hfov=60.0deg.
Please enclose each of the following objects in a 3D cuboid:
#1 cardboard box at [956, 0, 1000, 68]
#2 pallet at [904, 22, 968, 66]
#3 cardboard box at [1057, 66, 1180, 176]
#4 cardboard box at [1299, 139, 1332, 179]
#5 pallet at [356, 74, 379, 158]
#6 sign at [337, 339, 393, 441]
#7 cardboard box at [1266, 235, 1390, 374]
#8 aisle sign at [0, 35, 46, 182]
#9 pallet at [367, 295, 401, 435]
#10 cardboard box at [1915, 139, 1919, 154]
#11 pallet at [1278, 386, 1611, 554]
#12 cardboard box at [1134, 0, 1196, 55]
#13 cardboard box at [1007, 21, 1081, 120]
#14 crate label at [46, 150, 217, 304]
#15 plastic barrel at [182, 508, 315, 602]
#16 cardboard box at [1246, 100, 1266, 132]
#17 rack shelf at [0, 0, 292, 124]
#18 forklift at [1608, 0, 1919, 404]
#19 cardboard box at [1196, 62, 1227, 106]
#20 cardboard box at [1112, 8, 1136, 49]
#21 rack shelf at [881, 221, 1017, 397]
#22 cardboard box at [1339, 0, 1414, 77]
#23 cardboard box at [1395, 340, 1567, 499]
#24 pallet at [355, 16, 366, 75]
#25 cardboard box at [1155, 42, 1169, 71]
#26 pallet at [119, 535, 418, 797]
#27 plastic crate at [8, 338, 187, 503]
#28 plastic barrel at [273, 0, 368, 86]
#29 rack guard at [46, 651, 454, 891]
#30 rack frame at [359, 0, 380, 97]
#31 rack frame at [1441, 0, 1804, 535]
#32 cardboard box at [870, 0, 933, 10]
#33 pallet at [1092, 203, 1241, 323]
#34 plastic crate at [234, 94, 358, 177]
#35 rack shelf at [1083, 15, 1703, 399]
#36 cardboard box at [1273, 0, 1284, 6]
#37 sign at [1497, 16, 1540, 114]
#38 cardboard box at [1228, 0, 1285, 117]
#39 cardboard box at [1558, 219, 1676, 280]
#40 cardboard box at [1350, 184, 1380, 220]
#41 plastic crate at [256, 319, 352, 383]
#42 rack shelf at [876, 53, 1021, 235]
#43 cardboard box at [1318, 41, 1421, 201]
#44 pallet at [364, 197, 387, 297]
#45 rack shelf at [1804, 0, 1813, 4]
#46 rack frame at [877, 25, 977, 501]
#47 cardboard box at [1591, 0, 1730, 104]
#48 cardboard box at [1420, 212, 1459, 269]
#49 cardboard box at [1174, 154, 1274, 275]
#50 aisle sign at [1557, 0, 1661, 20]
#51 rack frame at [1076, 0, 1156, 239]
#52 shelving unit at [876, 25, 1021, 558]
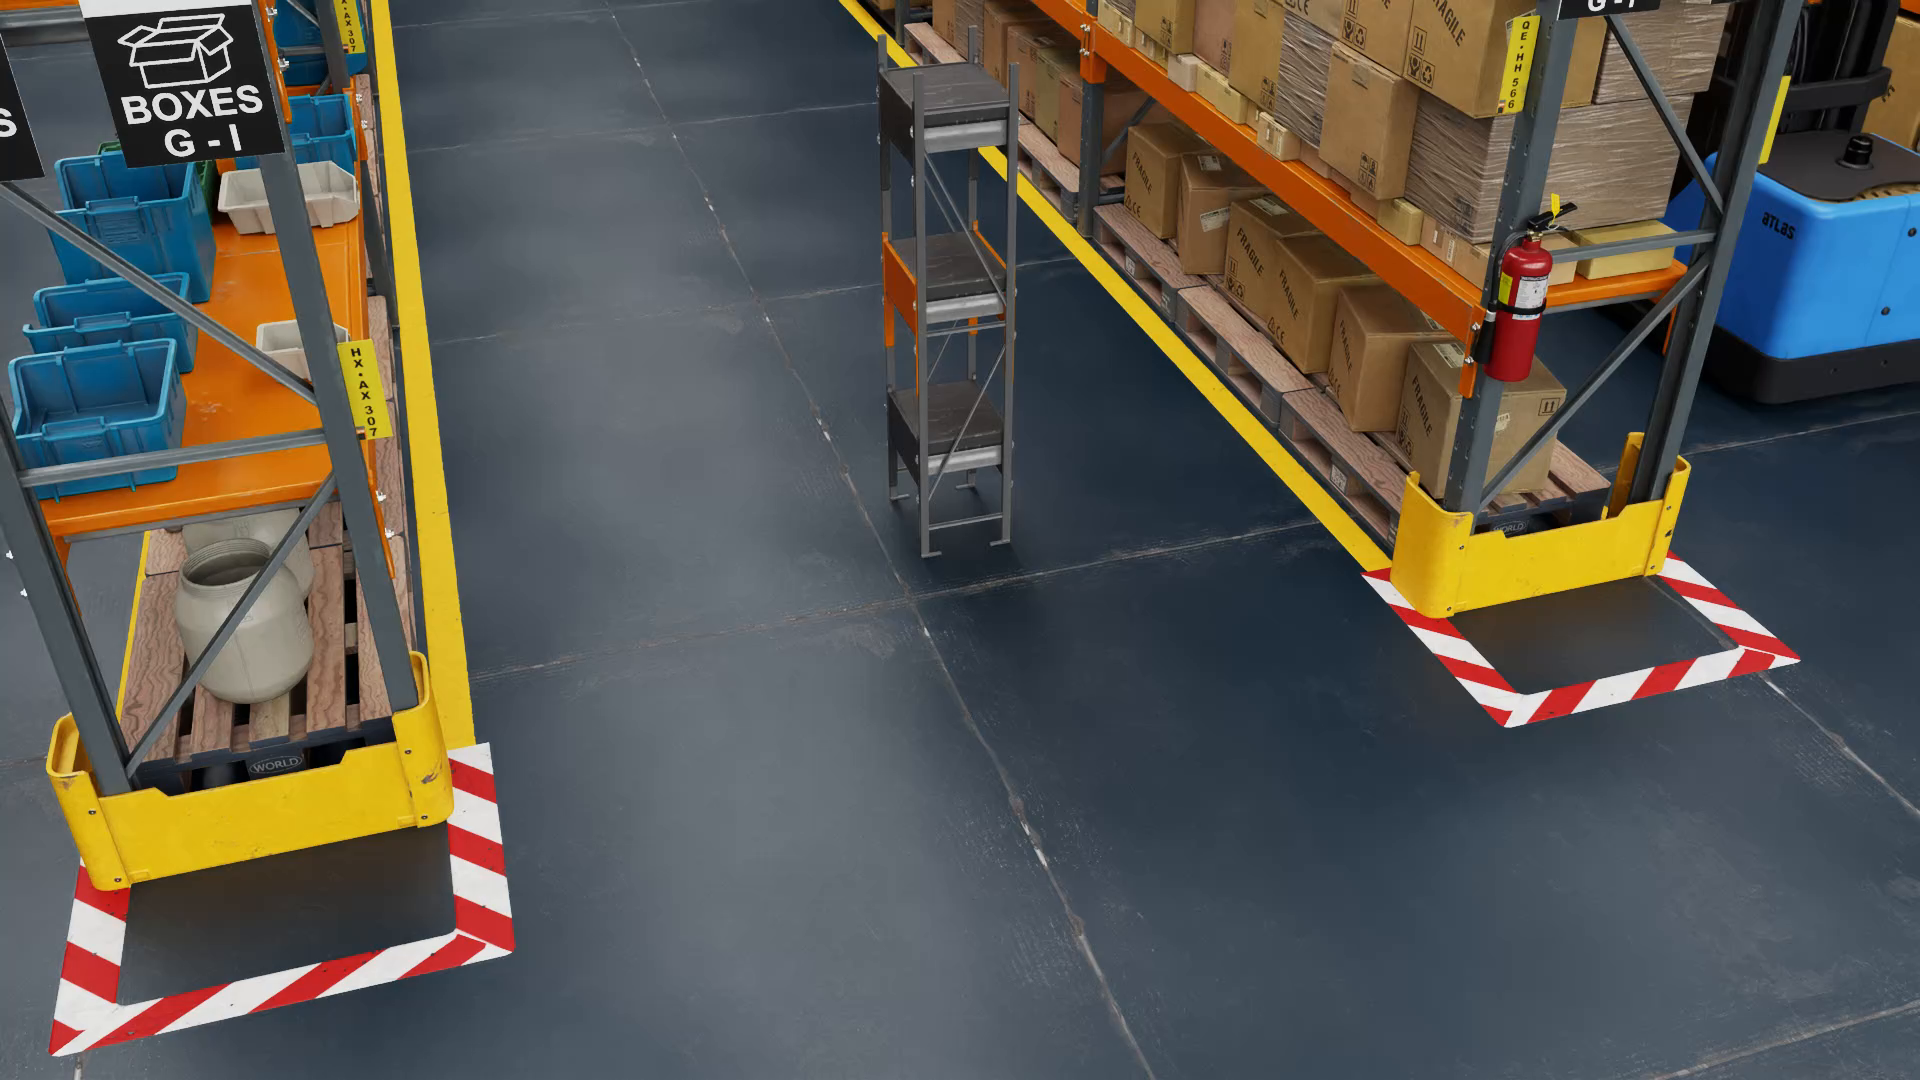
[{"bbox_3d":[0.386,-3.775,12.110,0.700,0.500,0.500,-13,36,-19],"label":"cardboard box"},{"bbox_3d":[0.218,-3.698,12.655,1.003,0.211,1.213,-10,35,-15],"label":"pallet"},{"bbox_3d":[1.034,-2.638,10.390,0.700,0.500,0.500,-13,36,-18],"label":"cardboard box"},{"bbox_3d":[1.741,-1.735,7.383,0.380,0.149,0.250,-10,35,-15],"label":"cardboard box"},{"bbox_3d":[-4.537,-2.862,11.390,1.003,0.211,1.213,-10,35,-15],"label":"pallet"},{"bbox_3d":[-1.771,-0.444,4.951,0.100,0.325,0.005,-10,35,-15],"label":"sign"},{"bbox_3d":[1.859,-1.175,8.193,0.500,0.500,0.500,-7,34,-10],"label":"cardboard box"},{"bbox_3d":[-2.557,-1.236,4.041,0.394,0.787,0.004,-10,35,-15],"label":"aisle sign"},{"bbox_3d":[-3.351,-0.816,8.293,1.003,0.211,1.213,-10,35,-15],"label":"pallet"},{"bbox_3d":[6.359,-2.427,9.748,0.875,0.875,0.875,-10,35,-14],"label":"cardboard box"},{"bbox_3d":[2.184,-0.381,7.635,1.003,0.211,1.213,-10,35,-15],"label":"pallet"},{"bbox_3d":[1.398,-2.822,8.440,0.875,0.500,0.500,-10,35,-15],"label":"cardboard box"},{"bbox_3d":[0.736,-3.186,11.218,0.700,0.500,0.500,-13,36,-19],"label":"cardboard box"},{"bbox_3d":[-3.115,-1.174,6.274,0.502,0.435,0.616,-10,35,-15],"label":"crate label"},{"bbox_3d":[-2.722,0.028,6.362,0.421,0.512,0.421,0,33,0],"label":"plastic barrel"},{"bbox_3d":[1.570,-1.995,7.776,0.380,0.149,0.250,-10,35,-15],"label":"cardboard box"},{"bbox_3d":[-2.906,-2.240,5.851,1.077,0.370,4.000,-10,35,-15],"label":"rack shelf"},{"bbox_3d":[3.968,-2.694,8.669,1.130,2.935,3.031,-10,35,-14],"label":"forklift"},{"bbox_3d":[1.385,-2.251,8.164,0.380,0.149,0.250,-10,35,-15],"label":"cardboard box"},{"bbox_3d":[1.044,-2.770,8.949,0.380,0.149,0.250,-10,35,-15],"label":"cardboard box"},{"bbox_3d":[-0.050,-0.952,6.810,0.431,0.518,0.480,-10,35,-15],"label":"rack shelf"},{"bbox_3d":[1.860,-2.163,6.536,0.500,0.500,0.500,-10,35,-15],"label":"cardboard box"},{"bbox_3d":[2.247,-0.535,7.225,0.500,0.500,0.500,-4,34,-6],"label":"cardboard box"},{"bbox_3d":[-5.016,-3.683,12.631,1.003,0.211,1.213,-10,35,-15],"label":"pallet"},{"bbox_3d":[1.232,-2.514,8.561,0.380,0.149,0.250,-10,35,-15],"label":"cardboard box"},{"bbox_3d":[-2.607,0.465,6.354,1.003,0.211,1.213,-10,35,-15],"label":"pallet"},{"bbox_3d":[-2.733,-0.389,5.253,0.499,0.251,0.616,-10,35,-15],"label":"plastic crate"},{"bbox_3d":[-3.345,-2.802,8.315,0.600,0.901,0.708,-10,35,-15],"label":"plastic barrel"},{"bbox_3d":[-2.364,0.772,5.628,1.175,0.500,0.348,-10,35,-15],"label":"rack guard"},{"bbox_3d":[-4.736,-4.439,11.247,1.000,3.000,0.127,-10,35,-15],"label":"rack frame"},{"bbox_3d":[2.421,-1.072,6.151,1.000,3.000,0.127,-10,35,-15],"label":"rack frame"},{"bbox_3d":[-0.210,-4.926,13.531,1.225,0.875,0.875,-12,35,-17],"label":"cardboard box"},{"bbox_3d":[1.439,-1.662,9.573,1.003,0.211,1.213,-10,35,-15],"label":"pallet"},{"bbox_3d":[-2.920,-1.741,7.299,0.499,0.251,0.616,-10,35,-15],"label":"plastic crate"},{"bbox_3d":[1.811,-1.822,7.938,1.077,0.370,4.000,-10,35,-15],"label":"rack shelf"},{"bbox_3d":[1.565,-2.690,7.333,0.500,0.500,0.500,-10,35,-15],"label":"cardboard box"},{"bbox_3d":[1.886,-1.604,5.619,0.100,0.325,0.005,-10,35,-15],"label":"sign"},{"bbox_3d":[1.760,-2.307,7.661,0.875,0.500,0.500,-10,35,-15],"label":"cardboard box"},{"bbox_3d":[2.561,-1.157,6.507,0.380,0.149,0.250,-10,35,-15],"label":"cardboard box"},{"bbox_3d":[1.875,-1.470,6.981,0.380,0.149,0.250,-10,35,-15],"label":"cardboard box"},{"bbox_3d":[-2.262,-0.653,5.756,0.298,0.136,0.250,-10,35,-15],"label":"plastic crate"},{"bbox_3d":[-0.050,-1.536,6.424,0.431,0.518,0.480,-10,35,-15],"label":"rack shelf"},{"bbox_3d":[2.013,-1.773,6.852,0.875,0.500,0.500,-10,35,-15],"label":"cardboard box"},{"bbox_3d":[-3.792,-1.581,9.452,1.003,0.211,1.213,-10,35,-15],"label":"pallet"},{"bbox_3d":[5.345,-4.703,12.299,1.077,0.370,4.000,-10,35,-15],"label":"rack shelf"},{"bbox_3d":[-0.125,-1.091,6.997,0.400,2.100,0.015,-10,35,-15],"label":"rack frame"},{"bbox_3d":[2.513,-1.989,6.272,0.500,0.500,0.500,-10,35,-15],"label":"cardboard box"},{"bbox_3d":[2.062,-1.213,6.593,0.380,0.149,0.250,-10,35,-15],"label":"cardboard box"},{"bbox_3d":[1.467,-1.788,9.121,0.500,0.500,0.500,0,33,1],"label":"cardboard box"},{"bbox_3d":[2.154,-2.073,5.309,0.394,0.787,0.004,-10,35,-15],"label":"aisle sign"},{"bbox_3d":[1.201,-3.172,9.329,1.000,3.000,0.127,-10,35,-15],"label":"rack frame"},{"bbox_3d":[-0.050,-0.963,6.803,0.431,2.100,0.503,-10,35,-15],"label":"shelving unit"}]
